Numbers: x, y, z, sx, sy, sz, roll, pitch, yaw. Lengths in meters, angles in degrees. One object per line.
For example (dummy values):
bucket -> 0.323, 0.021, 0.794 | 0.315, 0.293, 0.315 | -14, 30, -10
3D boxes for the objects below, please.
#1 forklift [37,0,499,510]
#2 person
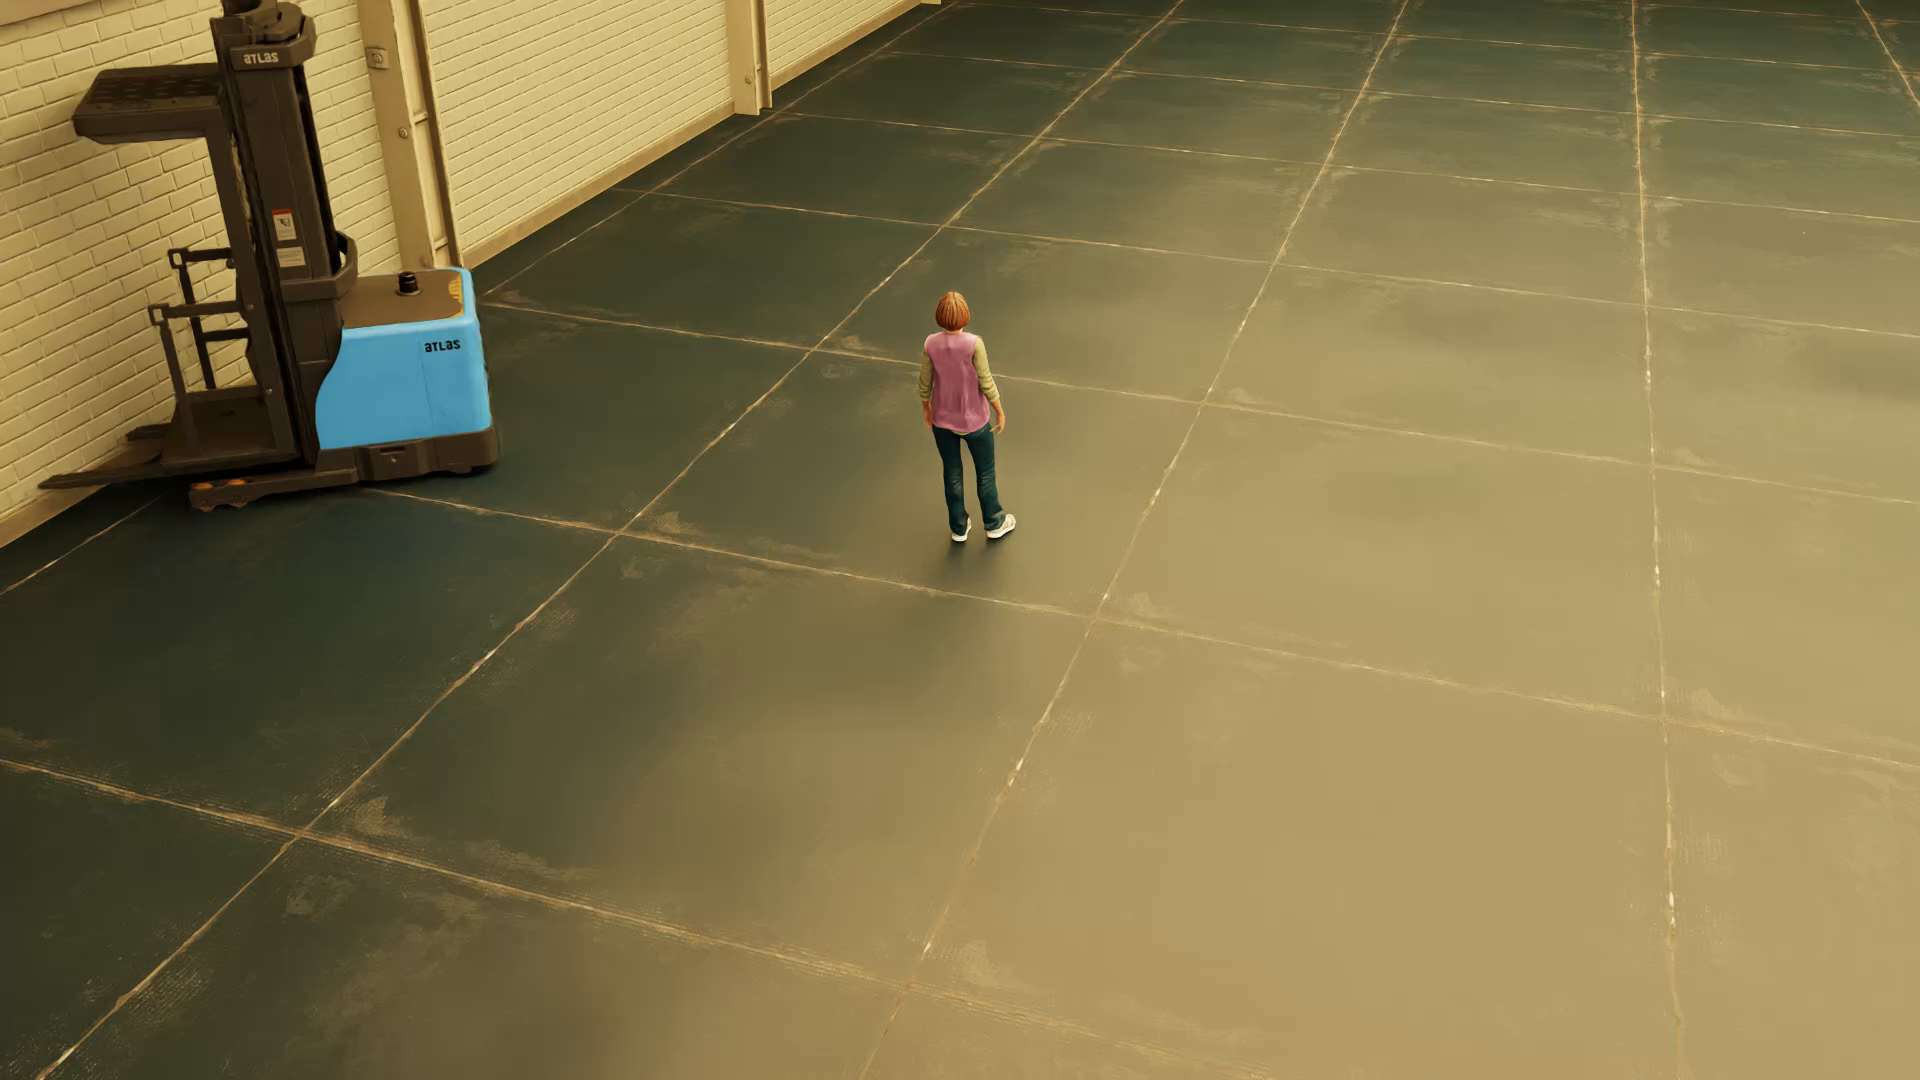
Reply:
forklift -> -4.598, -1.750, 10.206 | 3.031, 2.935, 1.130 | -8, 31, -14
person -> 0.037, -0.732, 9.753 | 0.520, 1.597, 0.476 | 10, 31, 16
